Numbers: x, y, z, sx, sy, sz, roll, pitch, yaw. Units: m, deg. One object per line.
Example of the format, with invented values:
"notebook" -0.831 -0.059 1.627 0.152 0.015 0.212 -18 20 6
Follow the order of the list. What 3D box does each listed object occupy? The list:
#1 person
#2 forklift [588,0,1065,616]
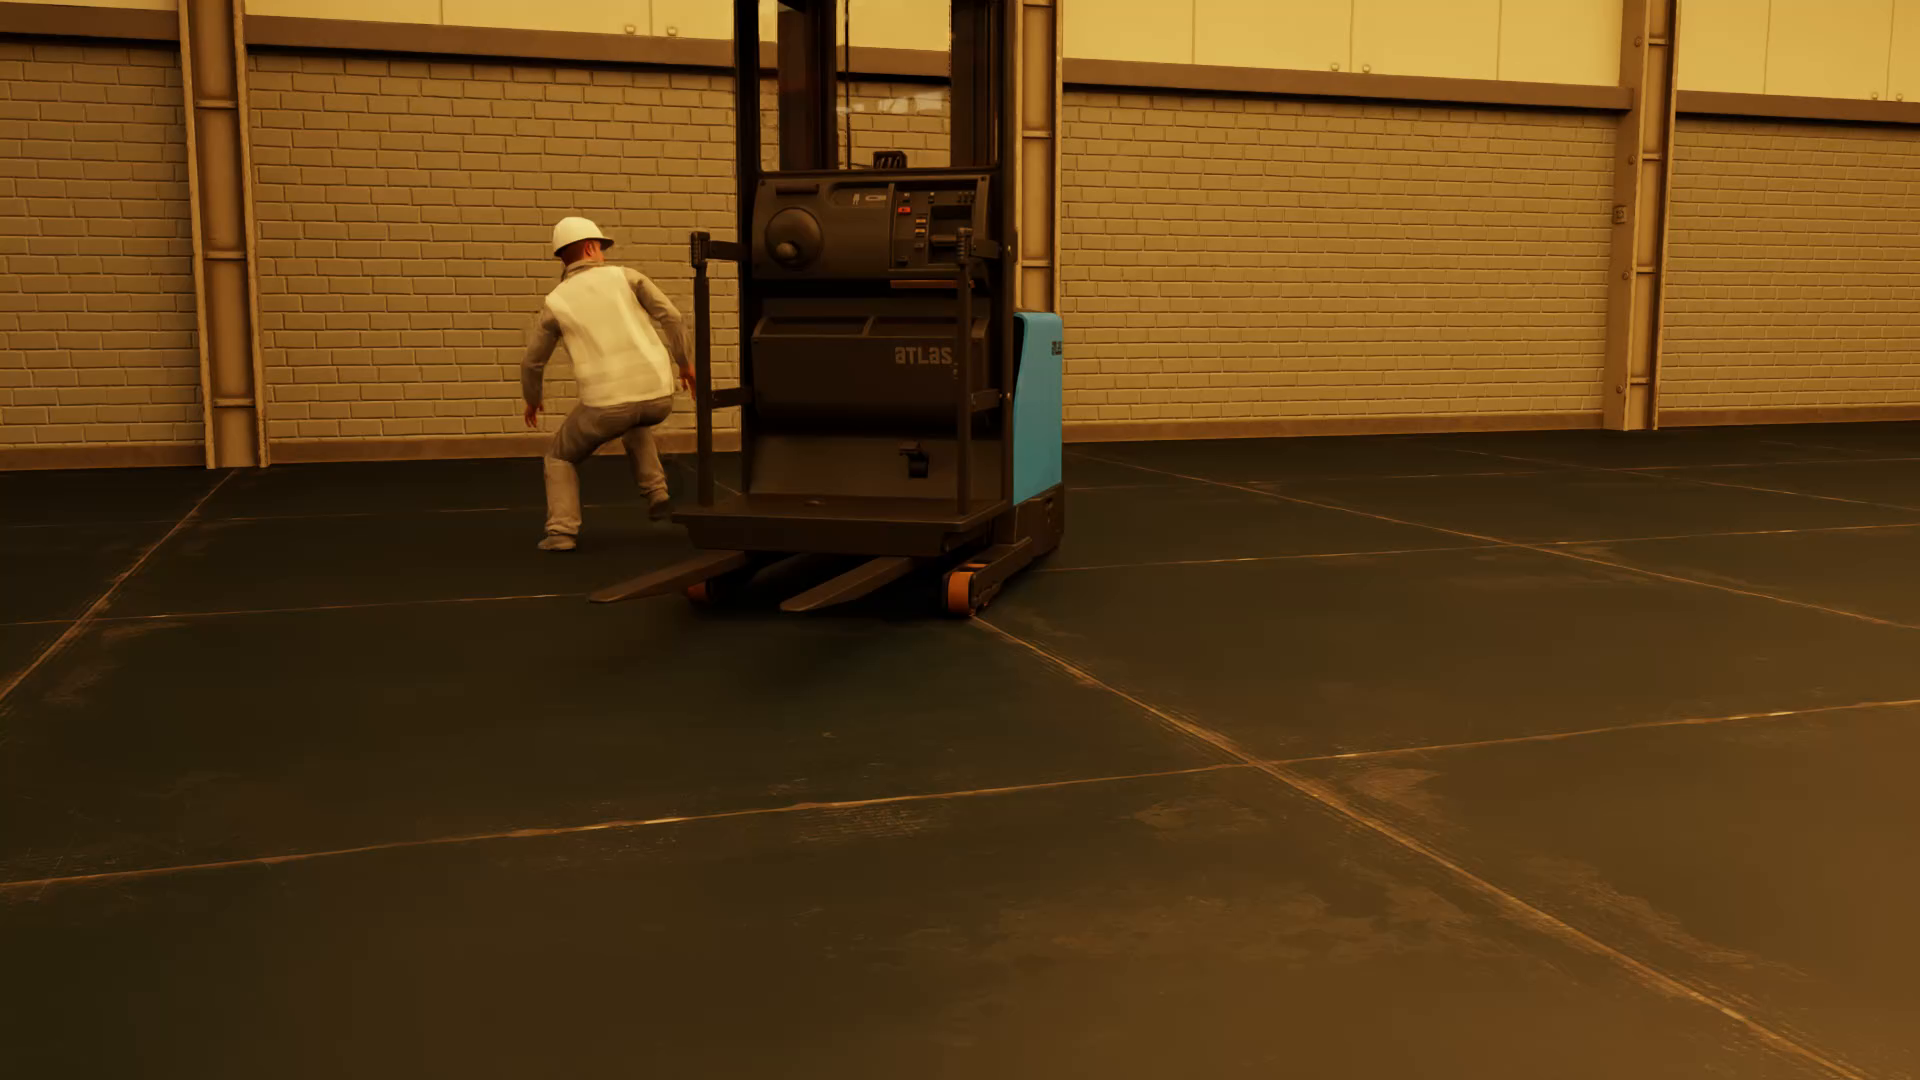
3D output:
"person" -1.636 -0.722 7.745 0.781 1.541 0.678 -4 9 -27
"forklift" -0.397 -1.237 6.142 1.130 2.935 3.031 2 8 15
